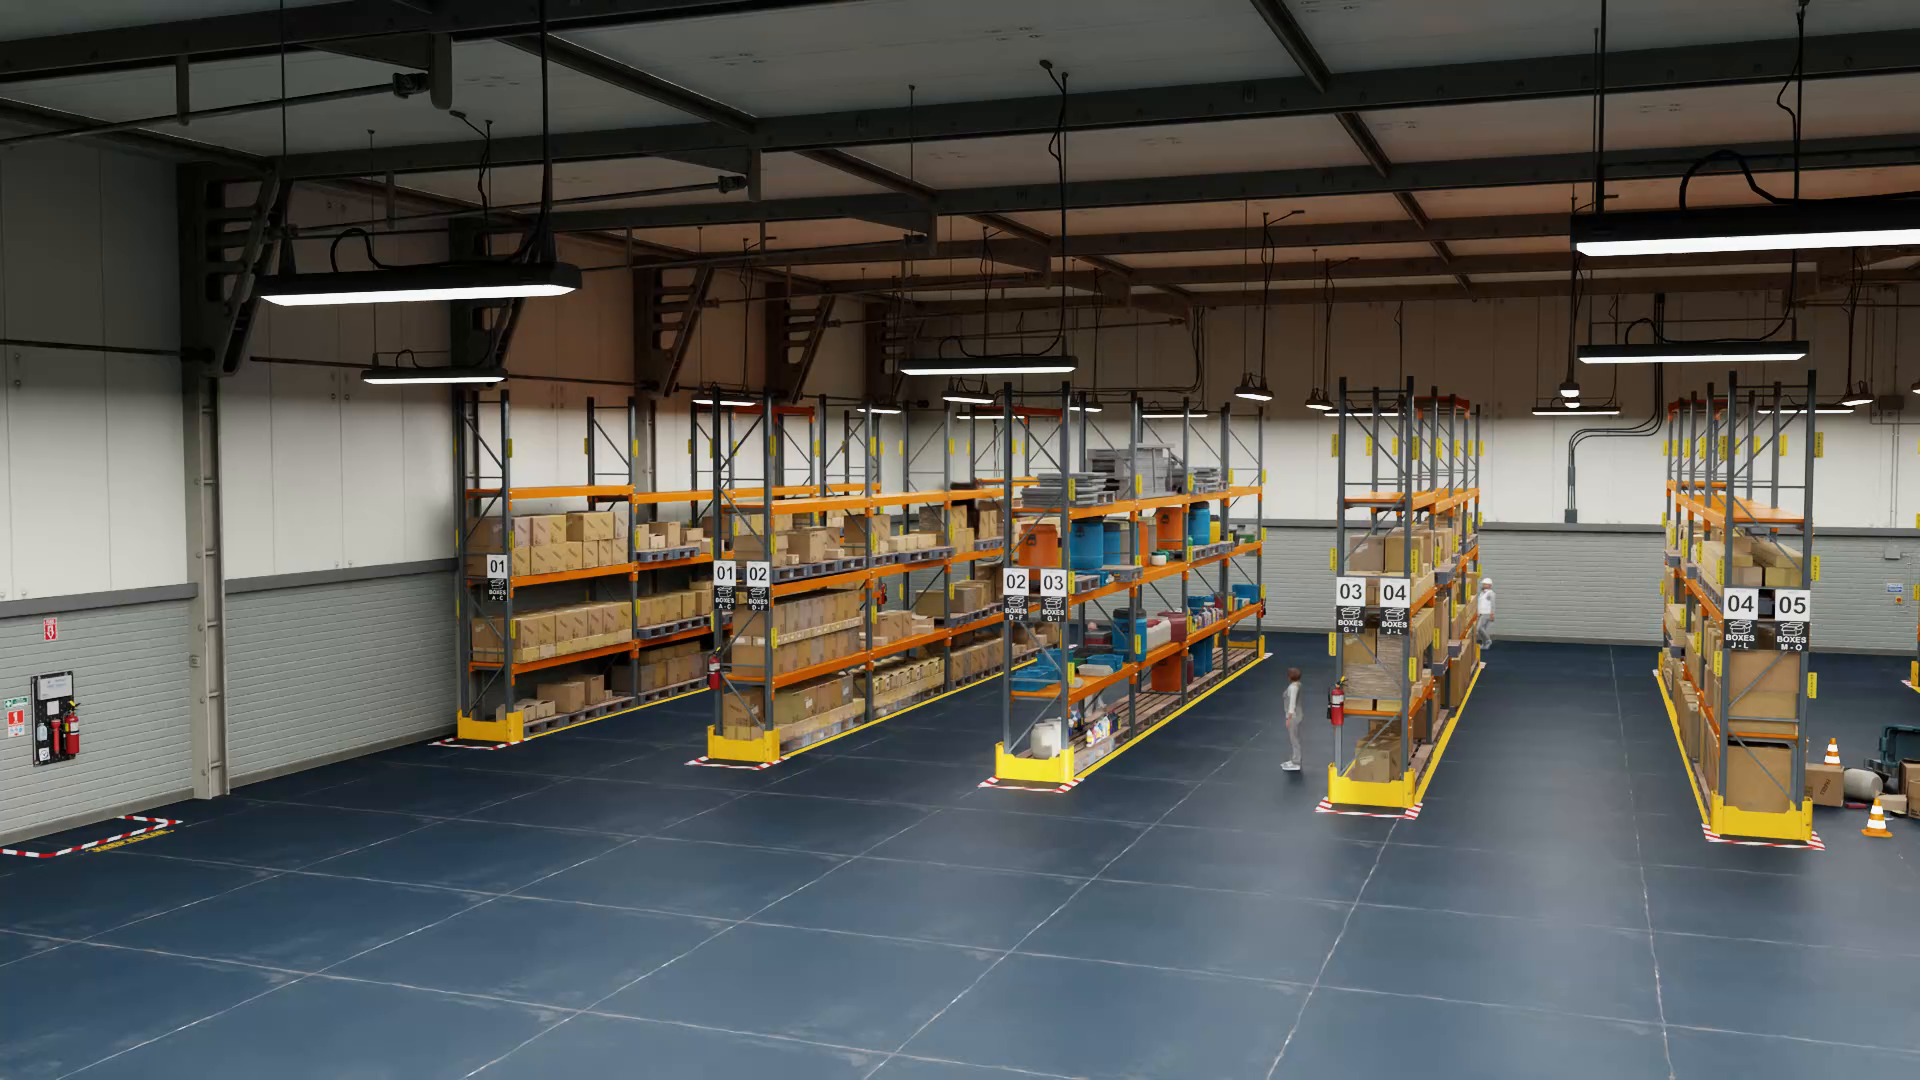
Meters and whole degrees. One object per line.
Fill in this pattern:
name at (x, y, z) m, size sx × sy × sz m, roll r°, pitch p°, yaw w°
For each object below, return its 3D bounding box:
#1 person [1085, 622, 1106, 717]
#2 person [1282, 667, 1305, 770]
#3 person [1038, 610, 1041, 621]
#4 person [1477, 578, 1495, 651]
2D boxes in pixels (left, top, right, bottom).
person at (2.439, 2.408, 31.007) m, size 0.507 × 1.777 × 0.666 m, roll 1°, pitch 3°, yaw 25°
person at (5.184, 2.783, 25.868) m, size 0.352 × 1.569 × 0.464 m, roll 1°, pitch 3°, yaw 17°
person at (2.385, 1.684, 44.741) m, size 0.687 × 1.729 × 1.020 m, roll -1°, pitch 3°, yaw -19°
person at (12.999, 1.840, 41.297) m, size 0.459 × 1.796 × 0.528 m, roll 0°, pitch 3°, yaw -5°
